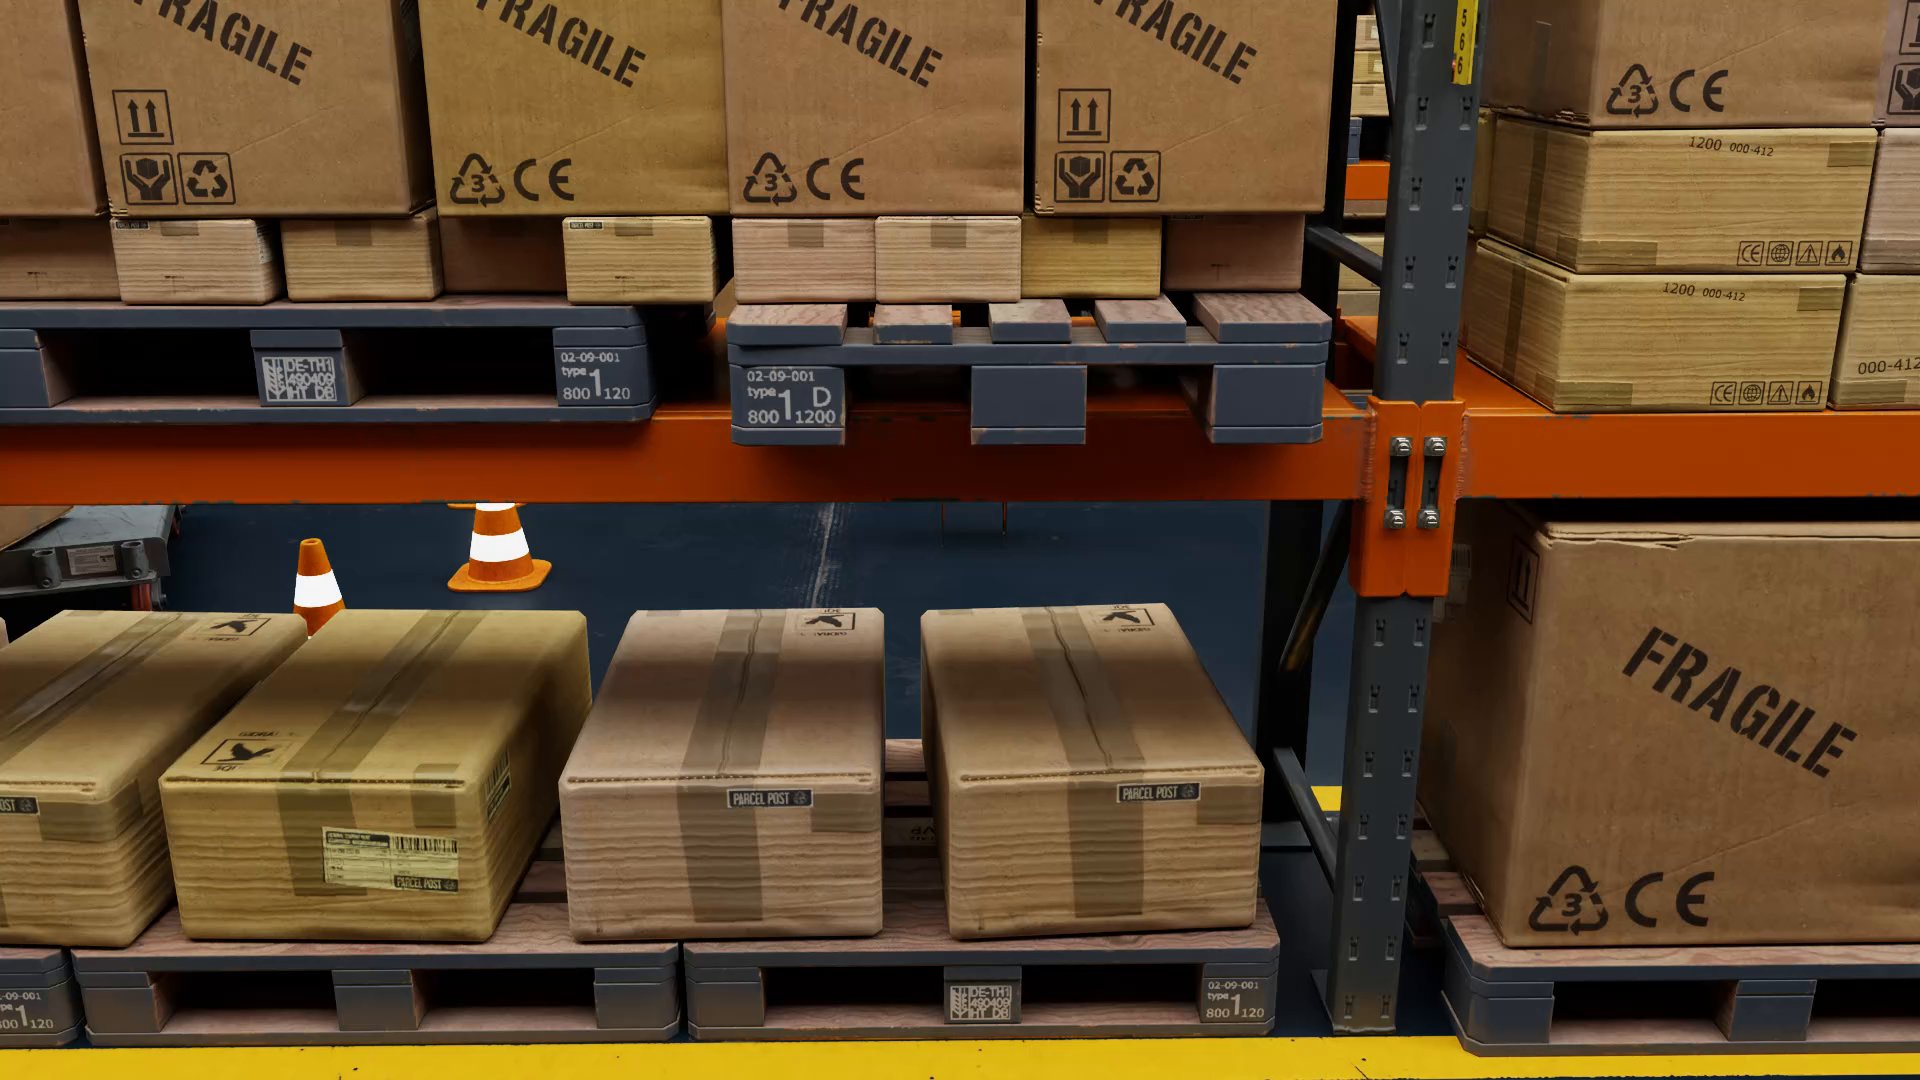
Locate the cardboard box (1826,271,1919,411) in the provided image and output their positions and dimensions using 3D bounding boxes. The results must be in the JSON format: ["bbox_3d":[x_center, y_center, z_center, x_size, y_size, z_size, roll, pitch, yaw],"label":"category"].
[{"bbox_3d":[1.824,-0.431,3.226,0.500,0.250,0.500,-1,18,-2],"label":"cardboard box"}]

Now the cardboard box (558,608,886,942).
[{"bbox_3d":[-0.485,0.488,3.731,0.625,0.372,0.950,-1,18,-2],"label":"cardboard box"}]

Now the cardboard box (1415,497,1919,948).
[{"bbox_3d":[1.510,0.265,3.603,0.875,0.875,0.875,0,18,-1],"label":"cardboard box"}]

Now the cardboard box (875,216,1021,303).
[{"bbox_3d":[-0.024,-0.538,3.037,0.250,0.149,0.380,0,18,-1],"label":"cardboard box"}]

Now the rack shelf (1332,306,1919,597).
[{"bbox_3d":[2.817,-0.236,3.551,4.000,0.370,1.077,0,18,-1],"label":"rack shelf"}]

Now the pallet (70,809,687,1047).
[{"bbox_3d":[-1.180,0.767,3.811,1.213,0.211,1.003,0,18,-1],"label":"pallet"}]

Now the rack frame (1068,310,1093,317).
[{"bbox_3d":[0.639,-2.080,8.122,0.127,3.000,1.000,0,18,-1],"label":"rack frame"}]

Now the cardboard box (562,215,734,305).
[{"bbox_3d":[-0.551,-0.533,3.023,0.250,0.149,0.380,0,18,0],"label":"cardboard box"}]

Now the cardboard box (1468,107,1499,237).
[{"bbox_3d":[1.298,-0.816,3.607,0.500,0.250,0.500,0,18,-1],"label":"cardboard box"}]

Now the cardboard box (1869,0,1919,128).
[{"bbox_3d":[1.811,-1.026,3.034,0.500,0.500,0.500,0,18,-1],"label":"cardboard box"}]

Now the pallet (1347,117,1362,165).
[{"bbox_3d":[1.349,-2.025,8.264,1.003,0.211,1.213,0,18,-1],"label":"pallet"}]

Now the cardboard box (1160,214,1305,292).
[{"bbox_3d":[0.494,-0.576,3.156,0.250,0.149,0.380,0,18,1],"label":"cardboard box"}]

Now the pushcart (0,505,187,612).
[{"bbox_3d":[-3.268,0.003,5.922,0.936,0.377,1.648,-7,19,-20],"label":"pushcart"}]

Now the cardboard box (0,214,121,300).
[{"bbox_3d":[-1.587,-0.549,3.071,0.250,0.149,0.380,0,18,0],"label":"cardboard box"}]

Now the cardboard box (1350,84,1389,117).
[{"bbox_3d":[1.897,-2.106,7.925,0.250,0.149,0.380,1,18,2],"label":"cardboard box"}]

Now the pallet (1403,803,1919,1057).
[{"bbox_3d":[1.607,0.778,3.777,1.213,0.211,1.003,0,18,-1],"label":"pallet"}]

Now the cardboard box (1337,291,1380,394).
[{"bbox_3d":[1.852,-1.019,8.219,0.500,0.500,0.500,0,18,0],"label":"cardboard box"}]

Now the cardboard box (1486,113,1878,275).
[{"bbox_3d":[1.328,-0.663,3.130,0.500,0.250,0.500,0,18,-1],"label":"cardboard box"}]

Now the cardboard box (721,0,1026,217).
[{"bbox_3d":[-0.149,-0.865,2.997,0.500,0.500,0.500,-1,18,-2],"label":"cardboard box"}]

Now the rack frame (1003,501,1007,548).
[{"bbox_3d":[0.175,-0.501,6.390,0.008,1.050,0.200,0,18,-1],"label":"rack frame"}]

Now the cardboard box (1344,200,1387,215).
[{"bbox_3d":[3.128,-2.790,13.124,0.875,0.875,1.225,-1,18,-3],"label":"cardboard box"}]

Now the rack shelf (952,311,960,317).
[{"bbox_3d":[0.053,-0.760,6.305,0.240,0.259,0.215,0,18,-1],"label":"rack shelf"}]

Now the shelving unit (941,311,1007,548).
[{"bbox_3d":[0.053,-0.500,6.388,0.252,1.050,0.215,0,18,-1],"label":"shelving unit"}]

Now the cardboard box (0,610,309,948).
[{"bbox_3d":[-1.939,0.494,3.713,0.625,0.372,0.950,1,18,3],"label":"cardboard box"}]

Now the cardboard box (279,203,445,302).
[{"bbox_3d":[-1.054,-0.544,3.058,0.250,0.149,0.380,-1,18,-3],"label":"cardboard box"}]

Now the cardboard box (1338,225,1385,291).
[{"bbox_3d":[1.839,-1.379,8.113,0.500,0.250,0.500,0,18,-2],"label":"cardboard box"}]

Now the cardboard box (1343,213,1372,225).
[{"bbox_3d":[1.823,-1.536,8.603,0.500,0.250,0.500,0,18,0],"label":"cardboard box"}]

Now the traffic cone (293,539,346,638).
[{"bbox_3d":[-1.964,0.225,5.090,0.334,0.463,0.336,0,18,-1],"label":"traffic cone"}]

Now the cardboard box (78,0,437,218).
[{"bbox_3d":[-1.200,-0.860,2.981,0.500,0.500,0.500,-1,18,-3],"label":"cardboard box"}]

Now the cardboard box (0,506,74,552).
[{"bbox_3d":[-3.240,-0.264,5.311,0.500,0.500,0.500,0,18,-1],"label":"cardboard box"}]

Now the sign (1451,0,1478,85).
[{"bbox_3d":[0.836,-0.917,2.730,0.005,0.325,0.100,0,18,-1],"label":"sign"}]

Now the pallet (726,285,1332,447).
[{"bbox_3d":[0.107,-0.442,3.328,1.003,0.211,1.213,0,18,-1],"label":"pallet"}]
